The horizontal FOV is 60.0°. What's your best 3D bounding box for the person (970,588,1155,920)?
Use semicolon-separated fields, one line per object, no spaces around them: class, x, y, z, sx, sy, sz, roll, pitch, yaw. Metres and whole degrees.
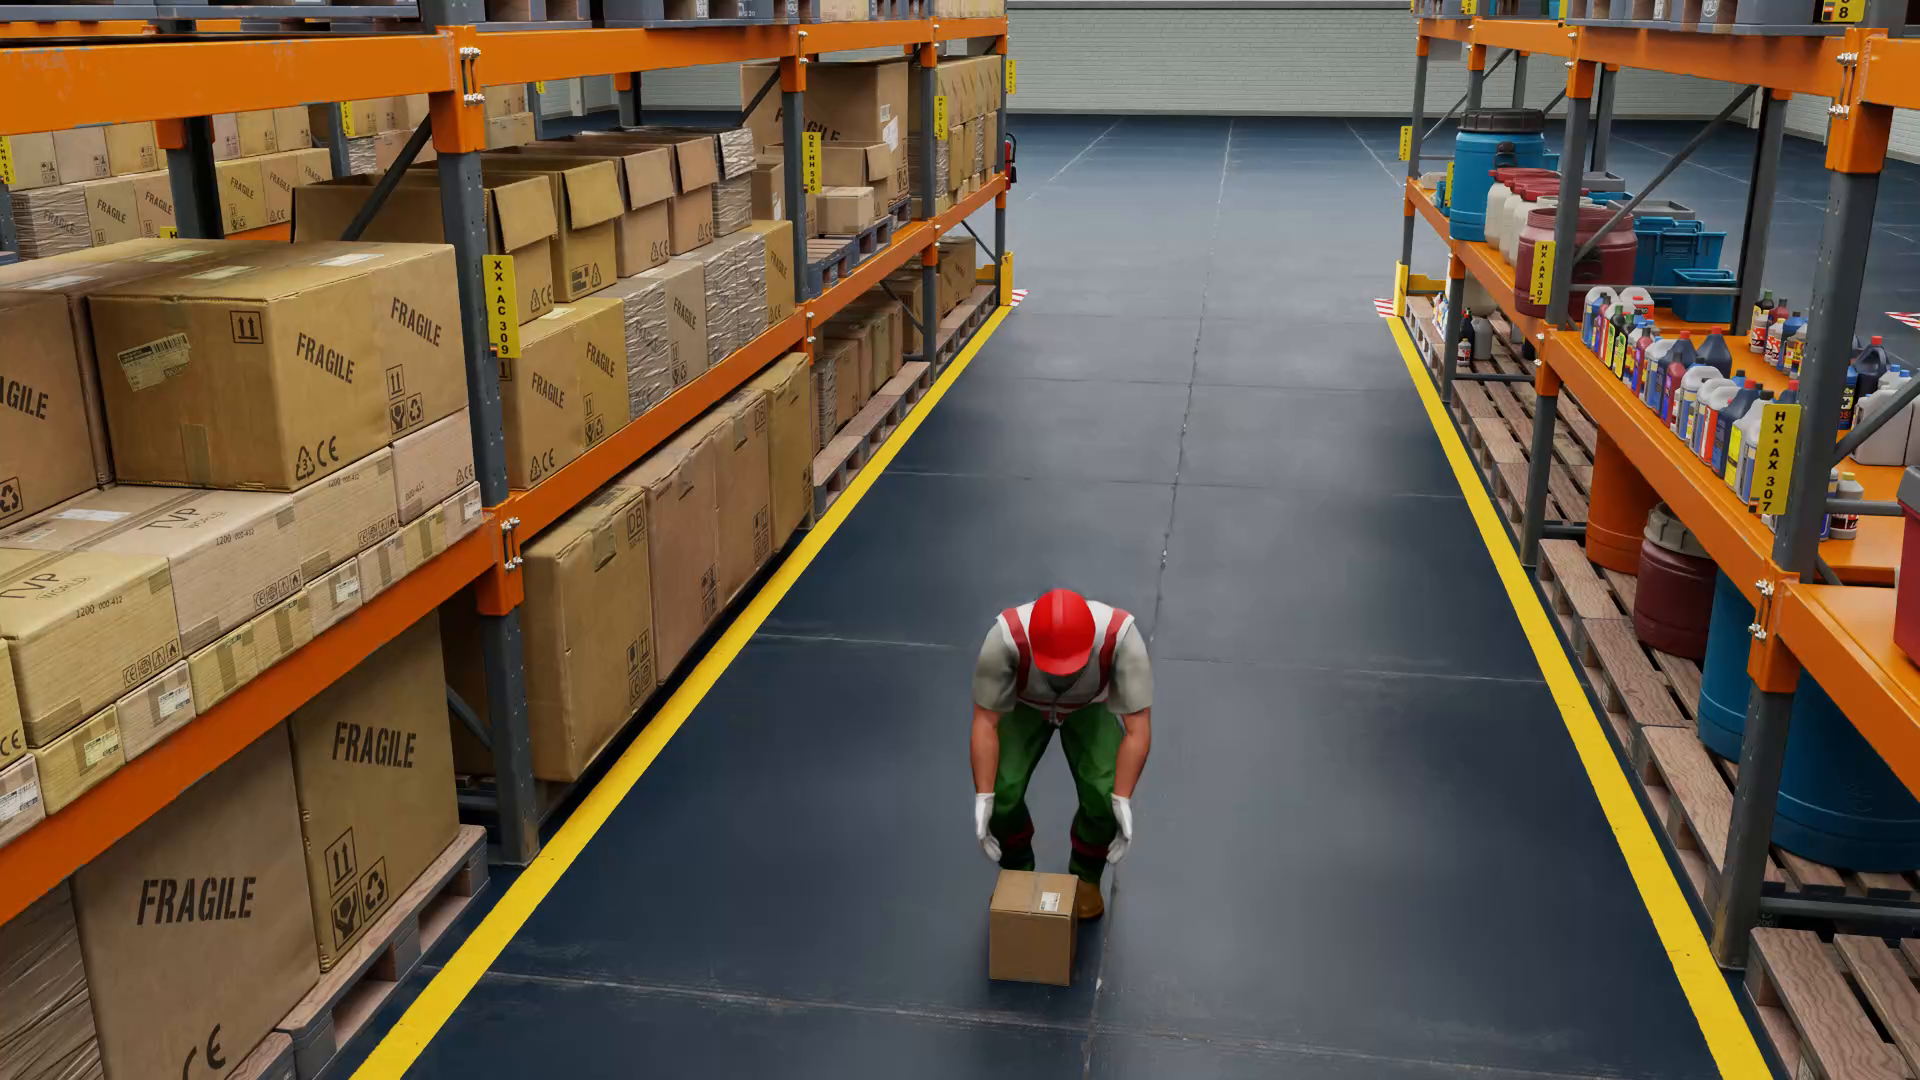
person;0.340;0.647;5.406;0.582;1.230;0.837;3;18;9
